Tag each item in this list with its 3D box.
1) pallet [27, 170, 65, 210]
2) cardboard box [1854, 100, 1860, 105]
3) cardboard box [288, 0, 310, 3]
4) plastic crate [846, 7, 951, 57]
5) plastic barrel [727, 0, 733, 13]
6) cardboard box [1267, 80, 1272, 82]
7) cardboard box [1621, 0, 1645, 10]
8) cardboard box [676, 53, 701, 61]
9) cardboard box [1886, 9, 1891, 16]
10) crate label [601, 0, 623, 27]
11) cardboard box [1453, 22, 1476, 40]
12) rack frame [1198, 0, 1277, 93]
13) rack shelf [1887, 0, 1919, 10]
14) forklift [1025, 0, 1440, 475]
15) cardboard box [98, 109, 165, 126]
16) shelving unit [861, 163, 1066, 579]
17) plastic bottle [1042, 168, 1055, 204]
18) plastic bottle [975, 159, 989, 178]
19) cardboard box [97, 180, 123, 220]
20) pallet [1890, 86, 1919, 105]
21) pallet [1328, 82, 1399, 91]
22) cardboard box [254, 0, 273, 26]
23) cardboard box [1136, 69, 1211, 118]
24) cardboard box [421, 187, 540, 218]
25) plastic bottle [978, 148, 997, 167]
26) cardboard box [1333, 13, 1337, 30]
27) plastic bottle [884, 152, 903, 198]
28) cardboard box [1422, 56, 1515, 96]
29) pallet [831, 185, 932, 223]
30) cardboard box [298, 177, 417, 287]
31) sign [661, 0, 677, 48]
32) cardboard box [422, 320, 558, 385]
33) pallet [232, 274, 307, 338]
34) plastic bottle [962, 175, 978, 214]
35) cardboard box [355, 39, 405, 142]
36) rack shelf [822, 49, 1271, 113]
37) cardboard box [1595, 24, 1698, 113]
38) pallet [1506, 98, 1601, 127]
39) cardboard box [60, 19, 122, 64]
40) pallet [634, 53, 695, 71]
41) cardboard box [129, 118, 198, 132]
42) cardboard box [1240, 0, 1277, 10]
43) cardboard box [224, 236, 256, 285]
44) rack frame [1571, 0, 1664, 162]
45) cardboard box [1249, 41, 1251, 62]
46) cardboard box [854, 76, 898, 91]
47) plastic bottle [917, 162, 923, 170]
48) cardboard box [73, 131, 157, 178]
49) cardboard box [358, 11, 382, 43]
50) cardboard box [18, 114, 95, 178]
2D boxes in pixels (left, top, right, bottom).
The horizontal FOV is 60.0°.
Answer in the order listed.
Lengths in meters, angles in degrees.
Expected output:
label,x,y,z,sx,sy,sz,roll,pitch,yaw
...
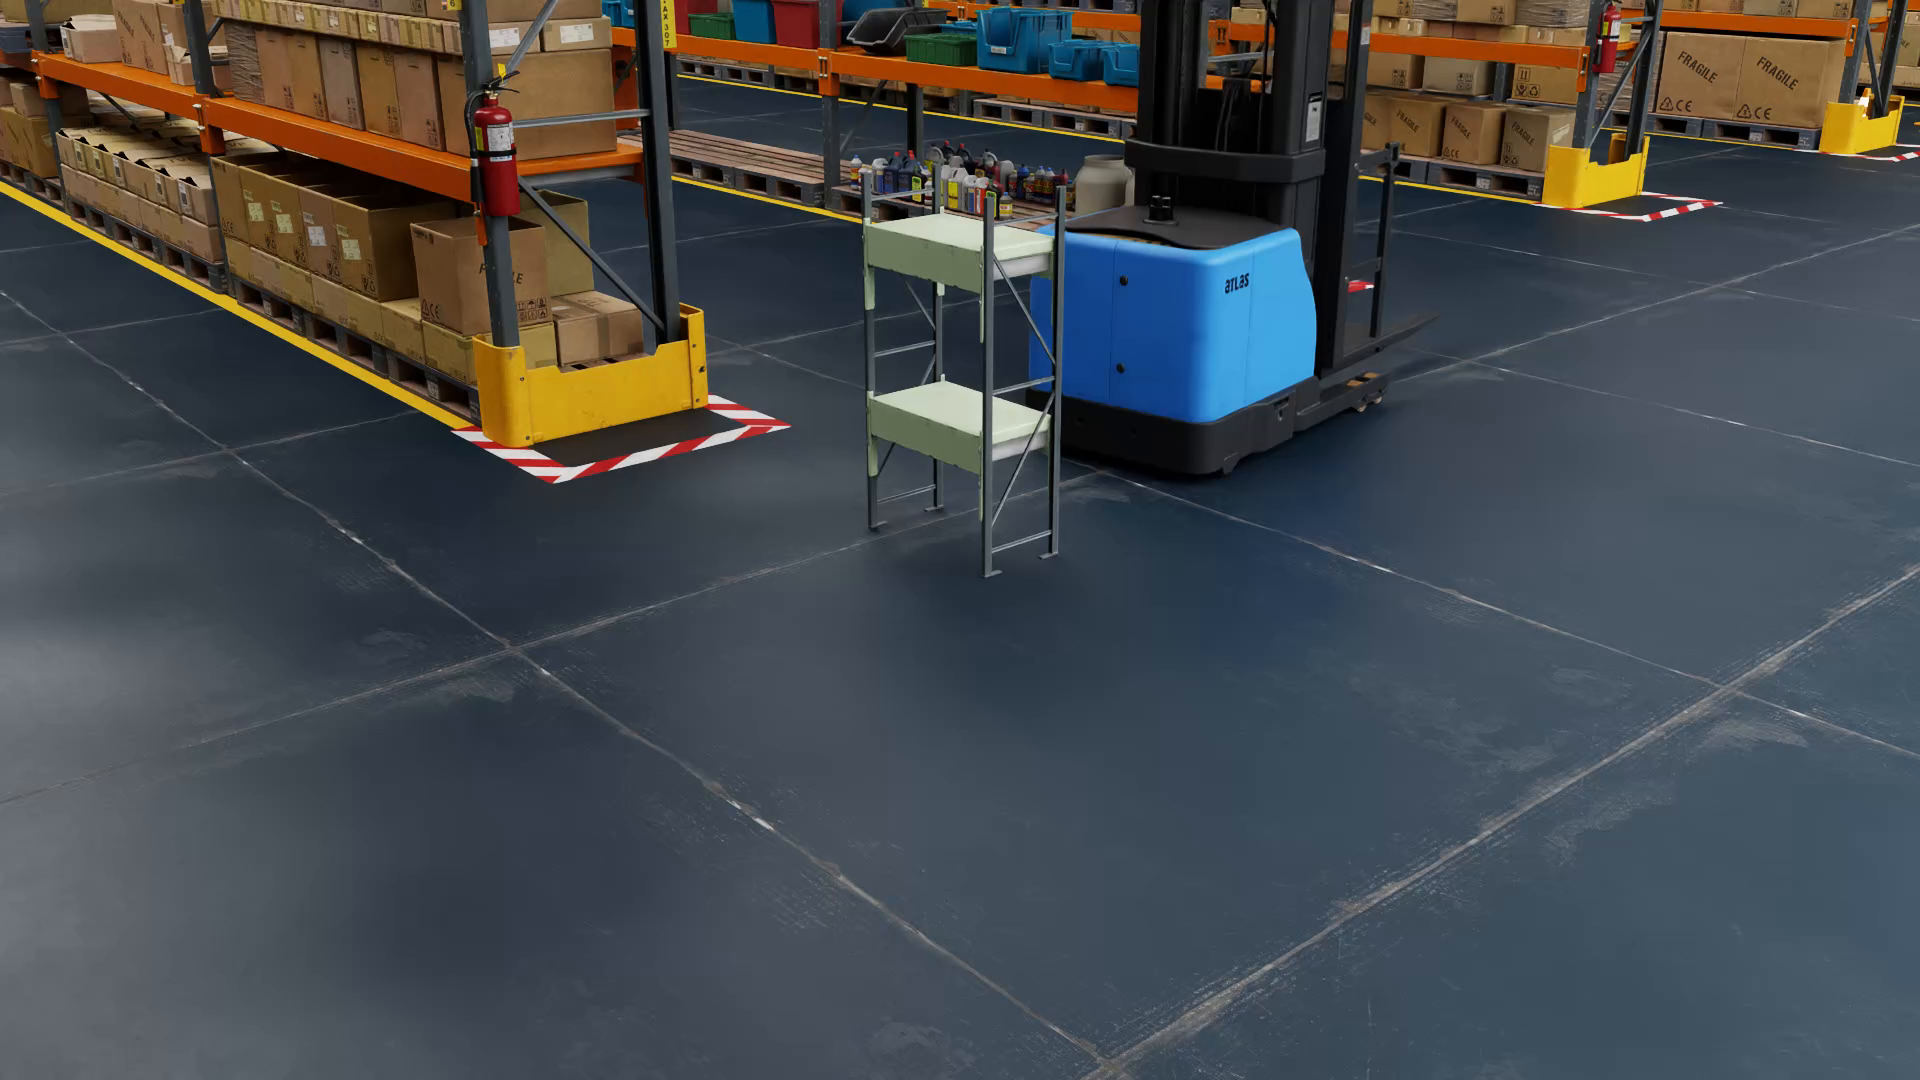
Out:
label,x,y,z,sx,sy,sz,roll,pitch,yaw
pallet,-7.560,-3.158,14.757,1.003,0.211,1.213,-17,27,-37
cardboard box,10.750,-5.301,20.313,0.380,0.149,0.250,-4,22,-10
cardboard box,-3.538,-3.387,9.604,0.700,0.500,0.500,-17,27,-37
plastic crate,-0.490,-4.110,13.450,0.767,0.338,0.504,-17,27,-37
plastic barrel,-1.955,-5.016,15.491,0.433,0.535,0.433,0,21,0
cardboard box,3.248,-4.405,16.968,0.500,0.500,0.500,-18,28,-39
cardboard box,7.730,-6.293,18.732,0.875,0.550,0.550,-17,27,-37
cardboard box,-3.743,-7.605,24.626,0.875,0.875,0.875,-17,27,-37
cardboard box,11.792,-6.702,21.258,0.380,0.149,0.250,-16,27,-35
crate label,-3.355,-5.135,16.212,0.303,0.233,0.416,-17,27,-37
cardboard box,4.638,-4.578,14.904,0.380,0.149,0.250,-17,27,-37
rack frame,1.876,-3.209,11.063,1.000,3.000,0.127,-17,27,-37
rack shelf,11.830,-6.965,21.639,1.077,0.370,4.000,-17,27,-37
forklift,1.624,-2.131,8.406,1.130,2.935,3.031,16,27,35
cardboard box,-7.181,-3.476,14.569,0.500,0.500,0.500,-16,27,-35
shelving unit,0.004,-0.697,6.706,0.431,1.500,0.755,-17,27,-37
plastic bottle,0.705,-2.813,13.191,0.097,0.271,0.097,0,21,0
plastic bottle,0.179,-2.971,13.577,0.061,0.283,0.133,-17,27,-37
cardboard box,-6.309,-2.661,12.858,0.500,0.250,0.500,-18,28,-39
pallet,12.583,-5.702,21.254,1.003,0.211,1.213,-17,27,-37
pallet,5.480,-5.880,21.707,1.003,0.211,1.213,-17,27,-37
cardboard box,-3.955,-3.152,9.891,0.380,0.149,0.250,-18,28,-38
cardboard box,2.336,-4.845,18.065,0.700,0.500,0.500,-18,27,-38
cardboard box,-2.724,-1.769,9.553,0.500,0.500,0.500,-17,27,-37
plastic bottle,0.240,-3.034,13.646,0.144,0.351,0.185,-18,27,-38
cardboard box,3.570,-4.965,15.891,0.380,0.149,0.250,-17,27,-37
plastic bottle,-0.522,-2.963,13.466,0.144,0.351,0.185,-17,27,-36
cardboard box,6.367,-5.944,20.556,1.050,0.750,0.750,-18,27,-38
pallet,-0.328,-2.820,13.894,1.003,0.211,1.213,-17,27,-37
cardboard box,-3.444,-1.784,9.591,0.500,0.500,0.500,-17,27,-37
sign,-1.455,-2.601,8.216,0.100,0.325,0.005,-17,27,-37
cardboard box,-2.453,-1.024,8.679,0.500,0.250,0.500,-17,27,-37
pallet,-4.003,-1.608,10.799,1.003,0.211,1.213,-17,27,-37
plastic bottle,0.111,-2.663,12.801,0.152,0.276,0.135,-18,28,-39
cardboard box,-2.840,-2.492,9.096,0.700,0.500,0.500,-17,27,-37
rack shelf,0.571,-3.426,12.605,1.077,0.370,4.000,-17,27,-37
cardboard box,7.790,-5.413,19.030,0.875,0.875,0.875,-17,27,-37
pallet,7.278,-5.119,19.763,1.003,0.211,1.213,-17,27,-37
cardboard box,-6.664,-3.906,12.966,0.500,0.311,0.500,-18,28,-38
pallet,-4.234,-7.308,25.352,1.003,0.211,1.213,-17,27,-37
cardboard box,-6.572,-3.331,13.801,0.500,0.311,0.500,-17,27,-36
cardboard box,3.264,-5.539,16.468,0.875,0.500,0.500,-17,27,-37
cardboard box,-4.417,-1.851,10.790,0.500,0.250,0.500,-17,27,-37
rack frame,5.628,-4.388,14.074,1.000,3.000,0.127,-17,27,-37
cardboard box,3.961,-7.039,23.694,0.500,0.500,0.500,-19,28,-40
cardboard box,-0.604,-6.248,21.161,1.225,0.875,0.875,-17,27,-37
plastic bottle,-0.336,-2.915,13.452,0.097,0.271,0.097,0,21,0
cardboard box,-6.632,-3.059,13.108,0.500,0.311,0.500,-18,28,-39
cardboard box,-2.946,-2.724,8.800,0.380,0.149,0.250,-16,27,-36
cardboard box,-7.889,-3.484,14.591,0.500,0.500,0.500,-16,27,-35
